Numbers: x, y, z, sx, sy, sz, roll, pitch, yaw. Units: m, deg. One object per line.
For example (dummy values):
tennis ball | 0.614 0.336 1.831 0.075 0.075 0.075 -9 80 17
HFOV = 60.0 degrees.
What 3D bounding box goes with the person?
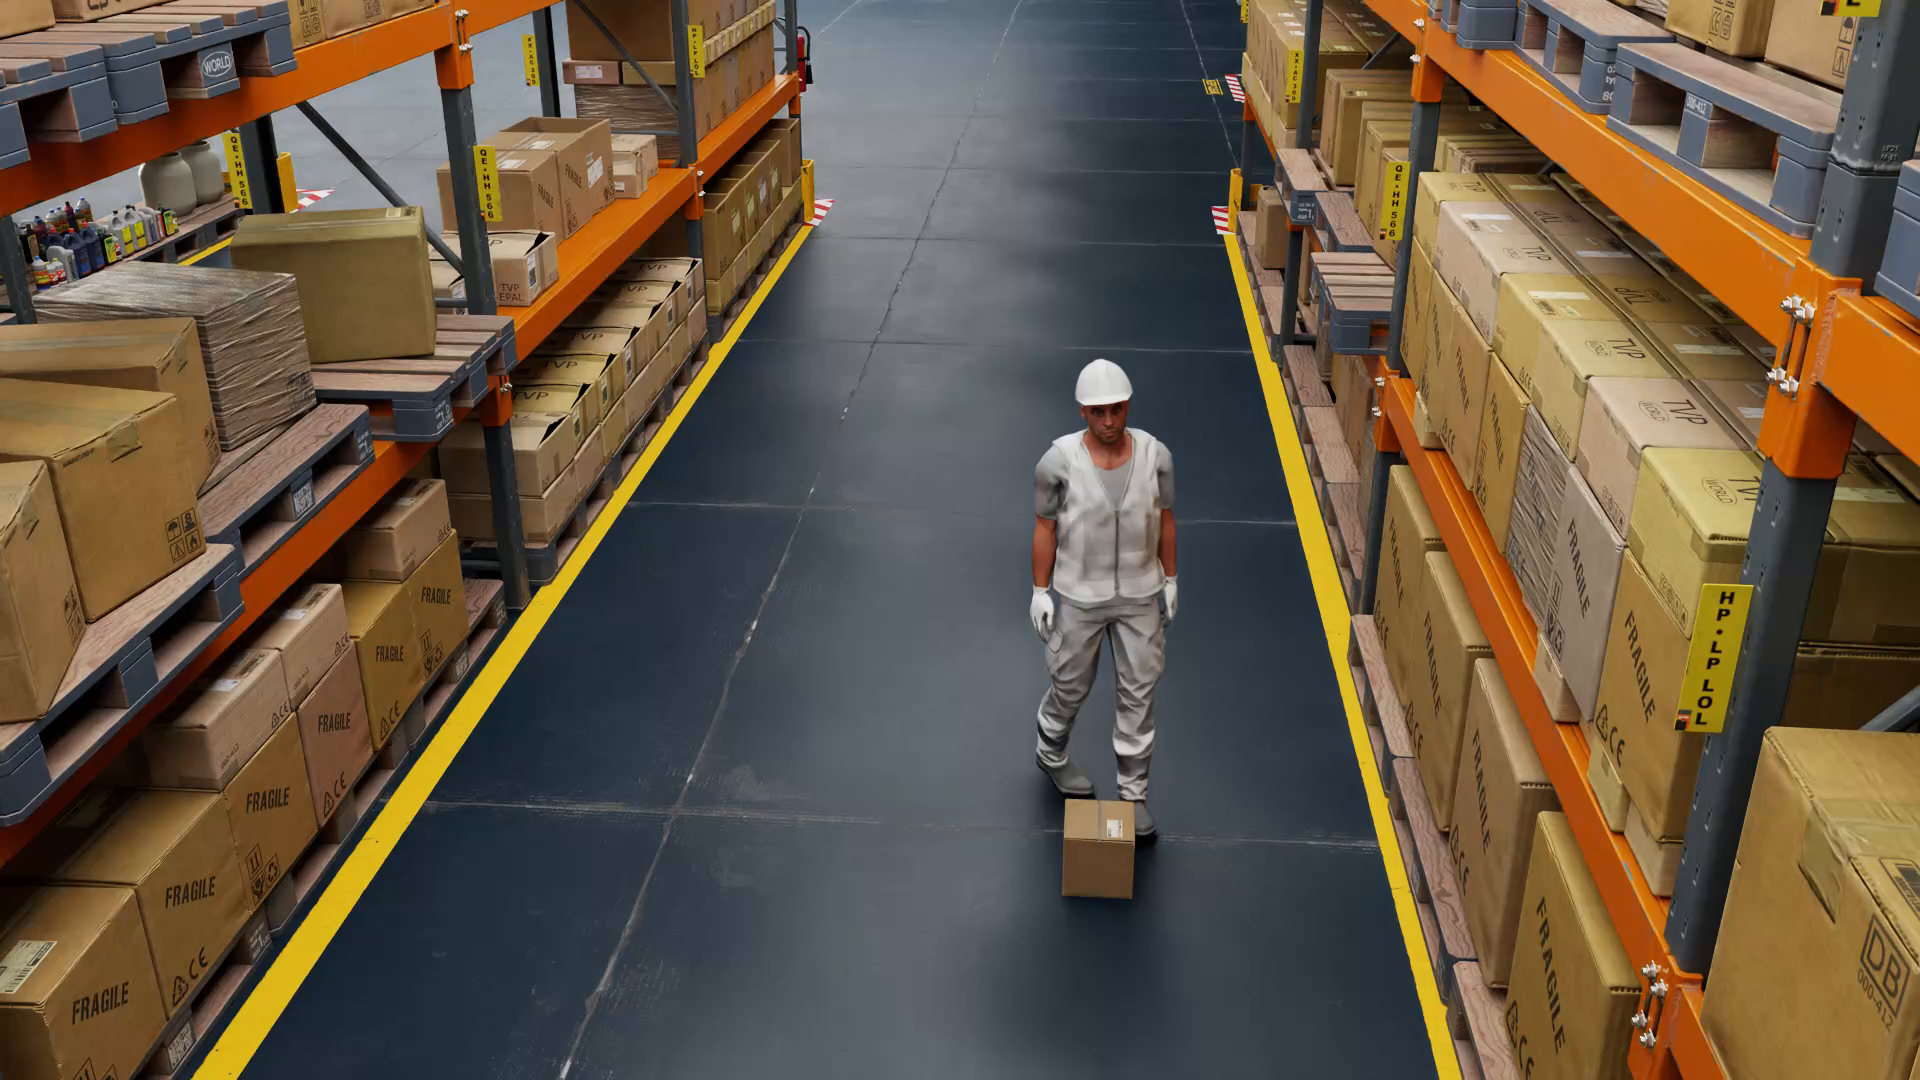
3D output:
person | 0.543 0.213 6.089 0.558 1.793 0.619 -4 25 -8
